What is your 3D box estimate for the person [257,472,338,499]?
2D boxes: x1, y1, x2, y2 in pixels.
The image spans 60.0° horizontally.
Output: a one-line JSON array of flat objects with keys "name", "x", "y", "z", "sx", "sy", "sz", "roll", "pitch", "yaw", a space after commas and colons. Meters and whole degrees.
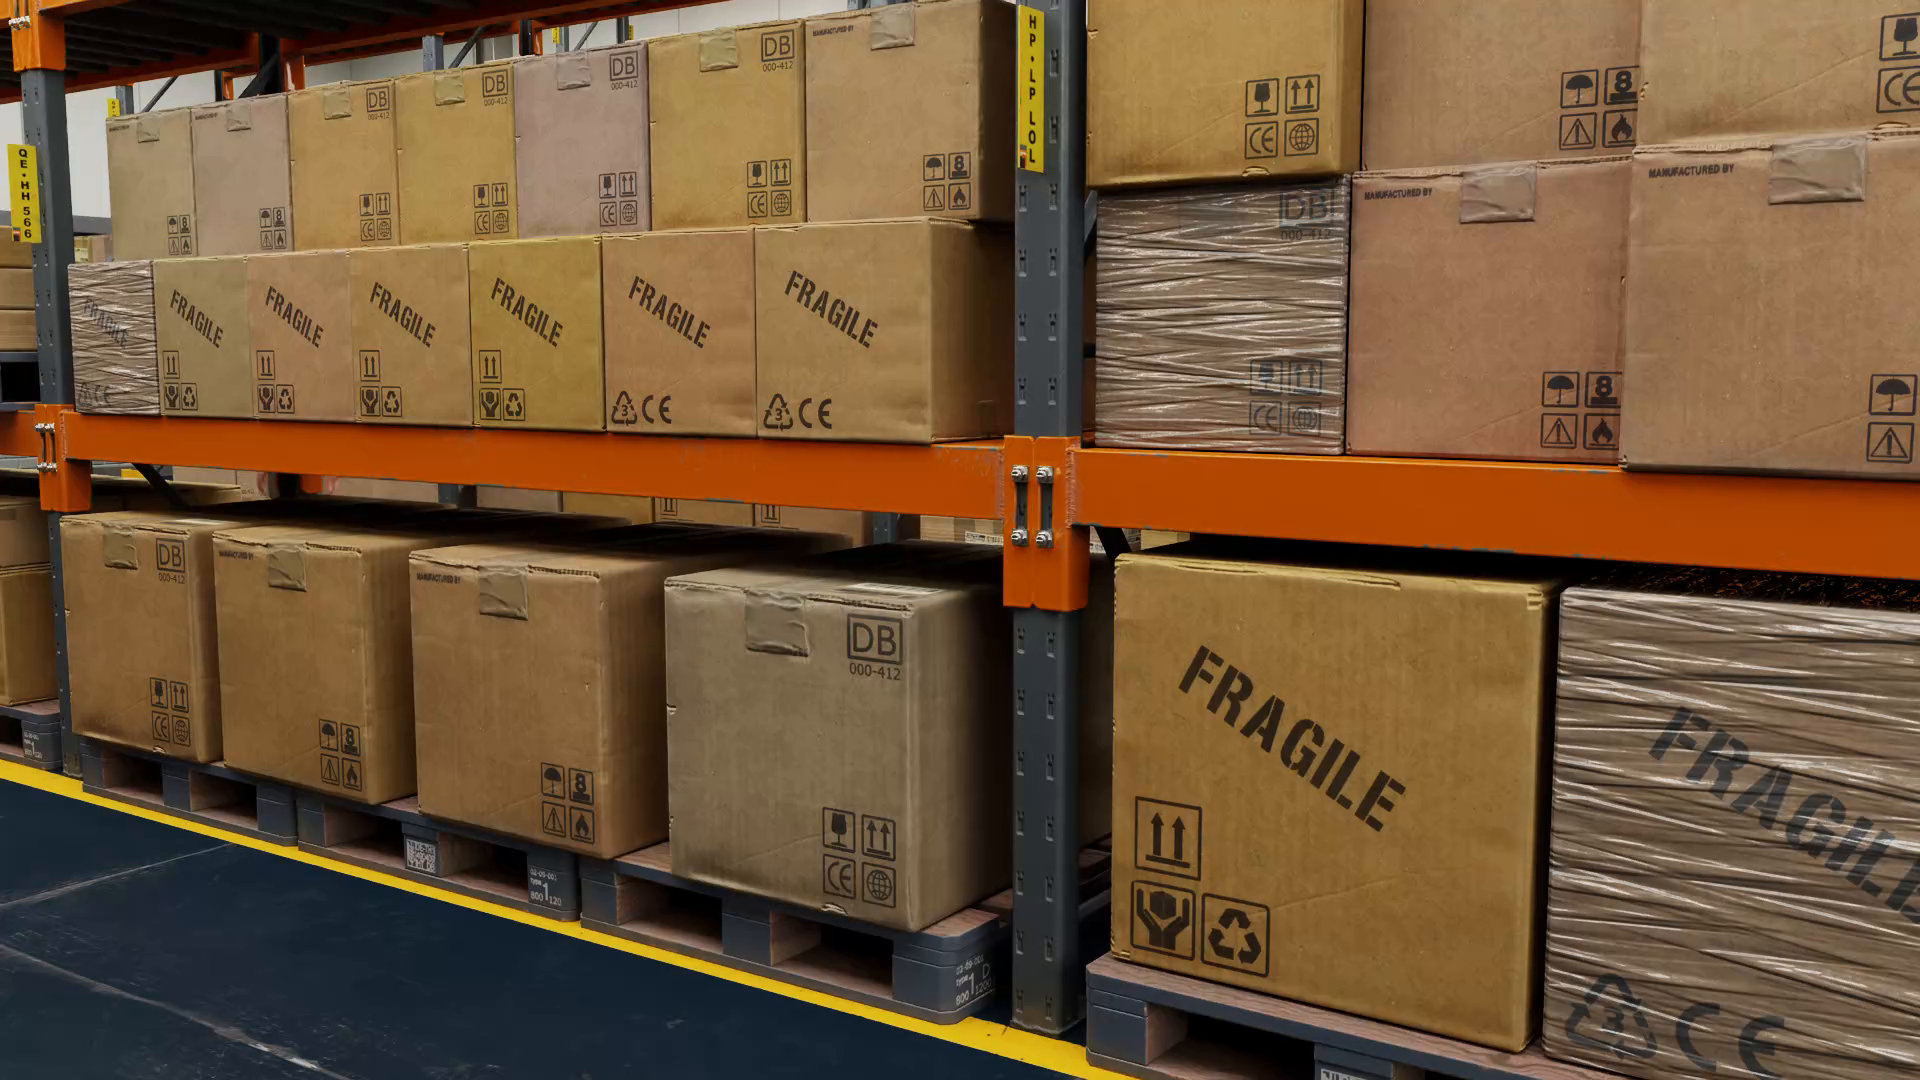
[{"name": "person", "x": -3.757, "y": -0.404, "z": 9.384, "sx": 0.456, "sy": 1.659, "sz": 0.441, "roll": 3, "pitch": 7, "yaw": 27}]
